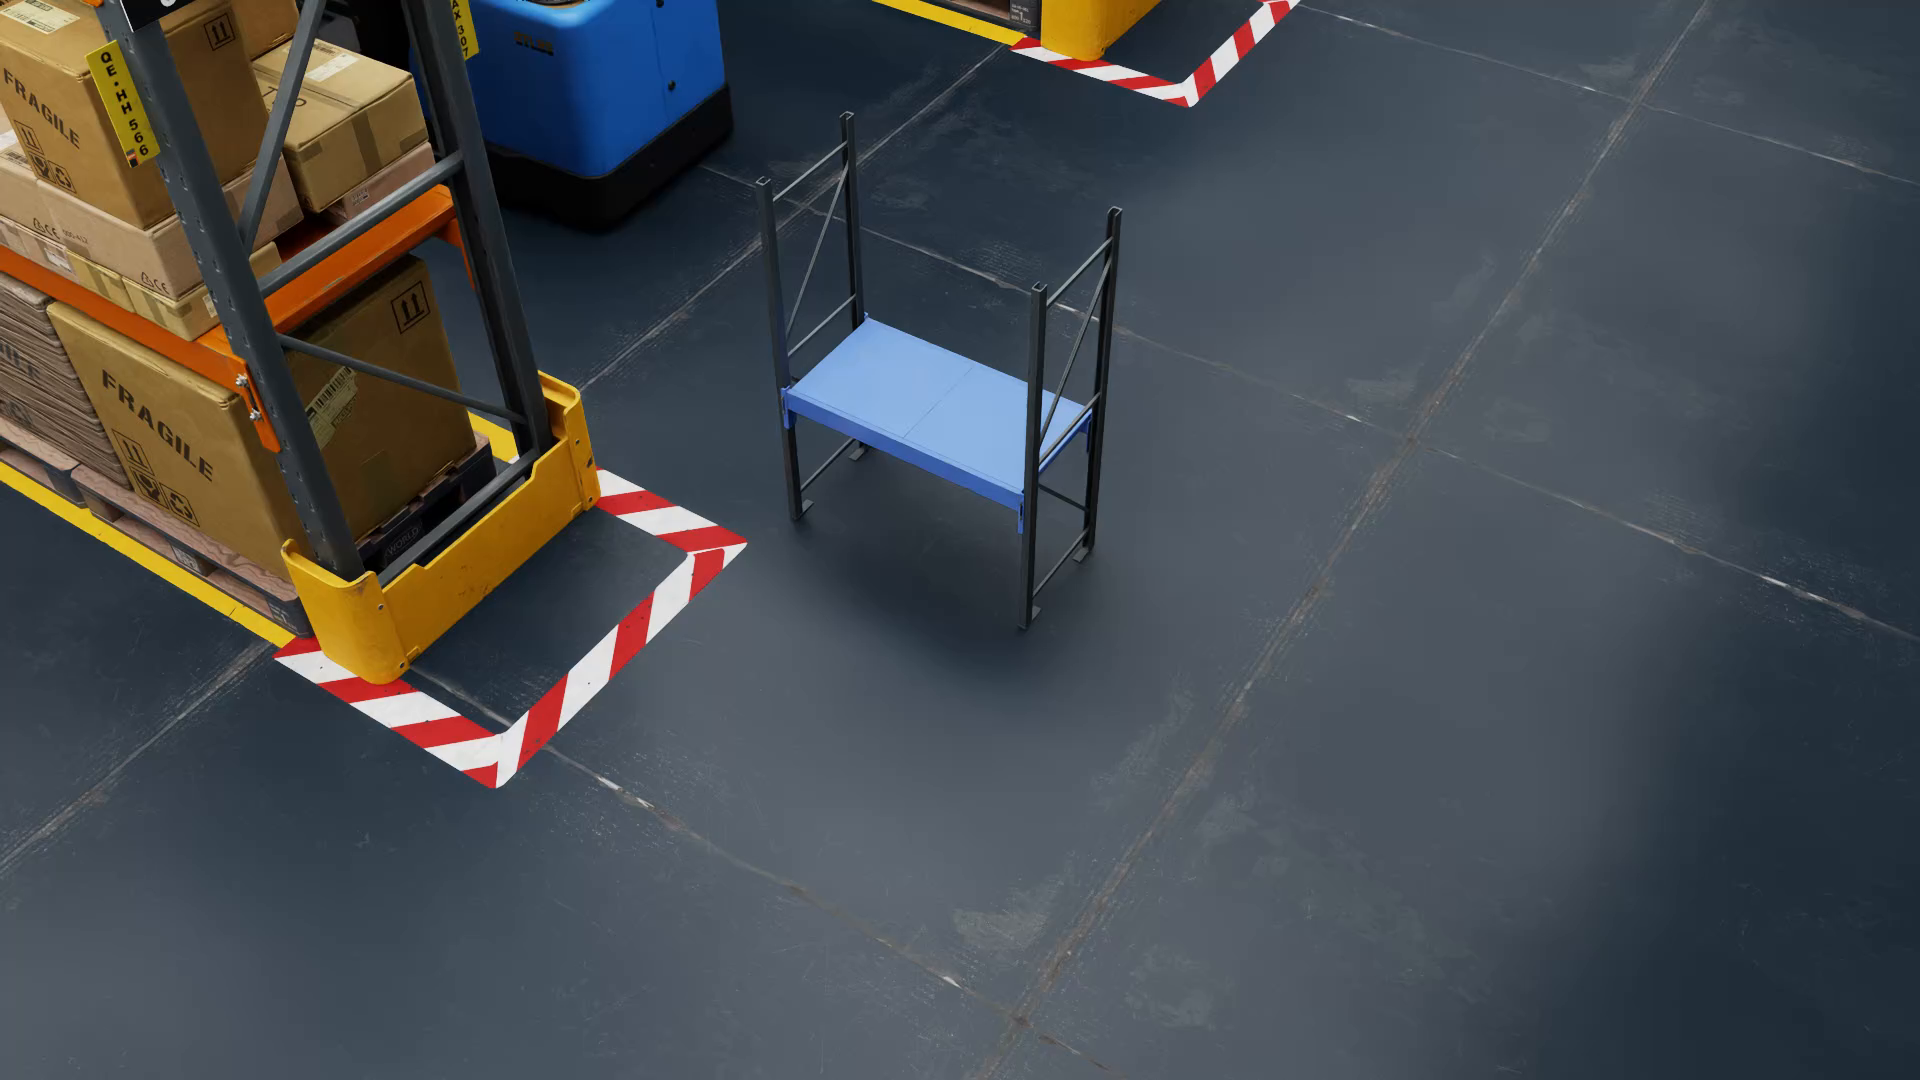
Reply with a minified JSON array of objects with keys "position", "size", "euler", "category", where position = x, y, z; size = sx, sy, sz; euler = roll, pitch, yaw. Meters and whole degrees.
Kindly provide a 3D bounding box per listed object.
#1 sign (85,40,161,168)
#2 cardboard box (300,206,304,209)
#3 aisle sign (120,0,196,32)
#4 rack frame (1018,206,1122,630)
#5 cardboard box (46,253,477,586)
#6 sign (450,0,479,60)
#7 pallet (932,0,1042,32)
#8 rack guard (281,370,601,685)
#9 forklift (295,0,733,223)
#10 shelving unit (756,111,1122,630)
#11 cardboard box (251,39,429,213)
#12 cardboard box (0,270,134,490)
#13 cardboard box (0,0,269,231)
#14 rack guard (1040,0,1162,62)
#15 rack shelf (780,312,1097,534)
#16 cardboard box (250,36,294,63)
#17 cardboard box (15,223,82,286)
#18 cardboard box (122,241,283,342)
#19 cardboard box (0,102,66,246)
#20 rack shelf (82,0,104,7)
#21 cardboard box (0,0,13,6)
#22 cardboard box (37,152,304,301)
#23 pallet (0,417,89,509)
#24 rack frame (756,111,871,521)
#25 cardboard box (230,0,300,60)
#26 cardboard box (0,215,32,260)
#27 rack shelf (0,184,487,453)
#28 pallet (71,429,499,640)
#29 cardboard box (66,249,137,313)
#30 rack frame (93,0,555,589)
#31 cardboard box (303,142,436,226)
[{"position":[-2.145,-1.117,4.272],"size":[0.005,0.325,0.100],"euler":[25,51,22],"category":"sign"},{"position":[-2.178,-1.301,5.598],"size":[0.250,0.149,0.380],"euler":[24,50,22],"category":"cardboard box"},{"position":[-1.942,-1.650,3.950],"size":[0.004,0.787,0.394],"euler":[25,51,22],"category":"aisle sign"},{"position":[0.356,-0.359,5.553],"size":[0.032,1.500,0.500],"euler":[25,51,22],"category":"rack frame"},{"position":[-2.422,-0.559,5.890],"size":[0.875,0.875,0.875],"euler":[25,51,22],"category":"cardboard box"},{"position":[-1.536,-1.615,5.069],"size":[0.005,0.325,0.100],"euler":[25,51,22],"category":"sign"},{"position":[0.161,-3.314,9.324],"size":[1.213,0.211,1.003],"euler":[25,51,22],"category":"pallet"},{"position":[-1.820,-0.073,5.972],"size":[0.348,0.500,1.175],"euler":[25,51,22],"category":"rack guard"},{"position":[-2.637,-3.256,7.370],"size":[3.031,2.935,1.130],"euler":[23,50,21],"category":"forklift"},{"position":[-0.072,-0.556,5.744],"size":[1.048,1.500,0.538],"euler":[25,51,22],"category":"shelving unit"},{"position":[-2.098,-1.354,5.371],"size":[0.500,0.250,0.500],"euler":[23,50,21],"category":"cardboard box"},{"position":[-3.188,-0.911,6.233],"size":[0.875,0.875,0.875],"euler":[25,51,22],"category":"cardboard box"},{"position":[-2.392,-1.296,4.792],"size":[0.500,0.500,0.500],"euler":[25,51,23],"category":"cardboard box"},{"position":[0.861,-3.071,8.885],"size":[0.348,0.500,1.175],"euler":[25,51,22],"category":"rack guard"},{"position":[-0.072,-0.430,5.873],"size":[1.000,0.185,0.538],"euler":[25,51,22],"category":"rack shelf"},{"position":[-2.540,-1.551,5.563],"size":[0.500,0.250,0.500],"euler":[24,51,22],"category":"cardboard box"},{"position":[-2.749,-1.003,5.308],"size":[0.250,0.149,0.380],"euler":[25,51,22],"category":"cardboard box"},{"position":[-2.318,-0.805,5.116],"size":[0.250,0.149,0.380],"euler":[26,51,23],"category":"cardboard box"},{"position":[-2.818,-1.229,5.250],"size":[0.500,0.250,0.500],"euler":[24,50,21],"category":"cardboard box"},{"position":[-3.524,-2.522,5.020],"size":[4.000,0.370,1.077],"euler":[25,51,22],"category":"rack shelf"},{"position":[-2.959,-2.006,5.482],"size":[0.500,0.500,0.500],"euler":[23,50,21],"category":"cardboard box"},{"position":[-2.391,-1.032,5.059],"size":[0.500,0.250,0.500],"euler":[24,50,22],"category":"cardboard box"},{"position":[-3.578,-0.717,6.800],"size":[1.213,0.211,1.003],"euler":[25,51,22],"category":"pallet"},{"position":[-0.500,-0.753,5.935],"size":[0.032,1.500,0.500],"euler":[25,51,22],"category":"rack frame"},{"position":[-2.519,-1.809,5.290],"size":[0.500,0.500,0.500],"euler":[24,50,21],"category":"cardboard box"},{"position":[-2.959,-1.100,5.403],"size":[0.250,0.149,0.380],"euler":[26,51,23],"category":"cardboard box"},{"position":[-3.524,-1.477,6.095],"size":[4.000,0.370,1.077],"euler":[25,51,22],"category":"rack shelf"},{"position":[-2.555,-0.244,6.340],"size":[1.213,0.211,1.003],"euler":[25,51,22],"category":"pallet"},{"position":[-2.537,-0.905,5.213],"size":[0.250,0.149,0.380],"euler":[25,51,22],"category":"cardboard box"},{"position":[-1.840,-0.953,5.085],"size":[0.127,3.000,1.000],"euler":[25,51,22],"category":"rack frame"},{"position":[-1.961,-1.203,5.502],"size":[0.250,0.149,0.380],"euler":[25,51,23],"category":"cardboard box"}]
